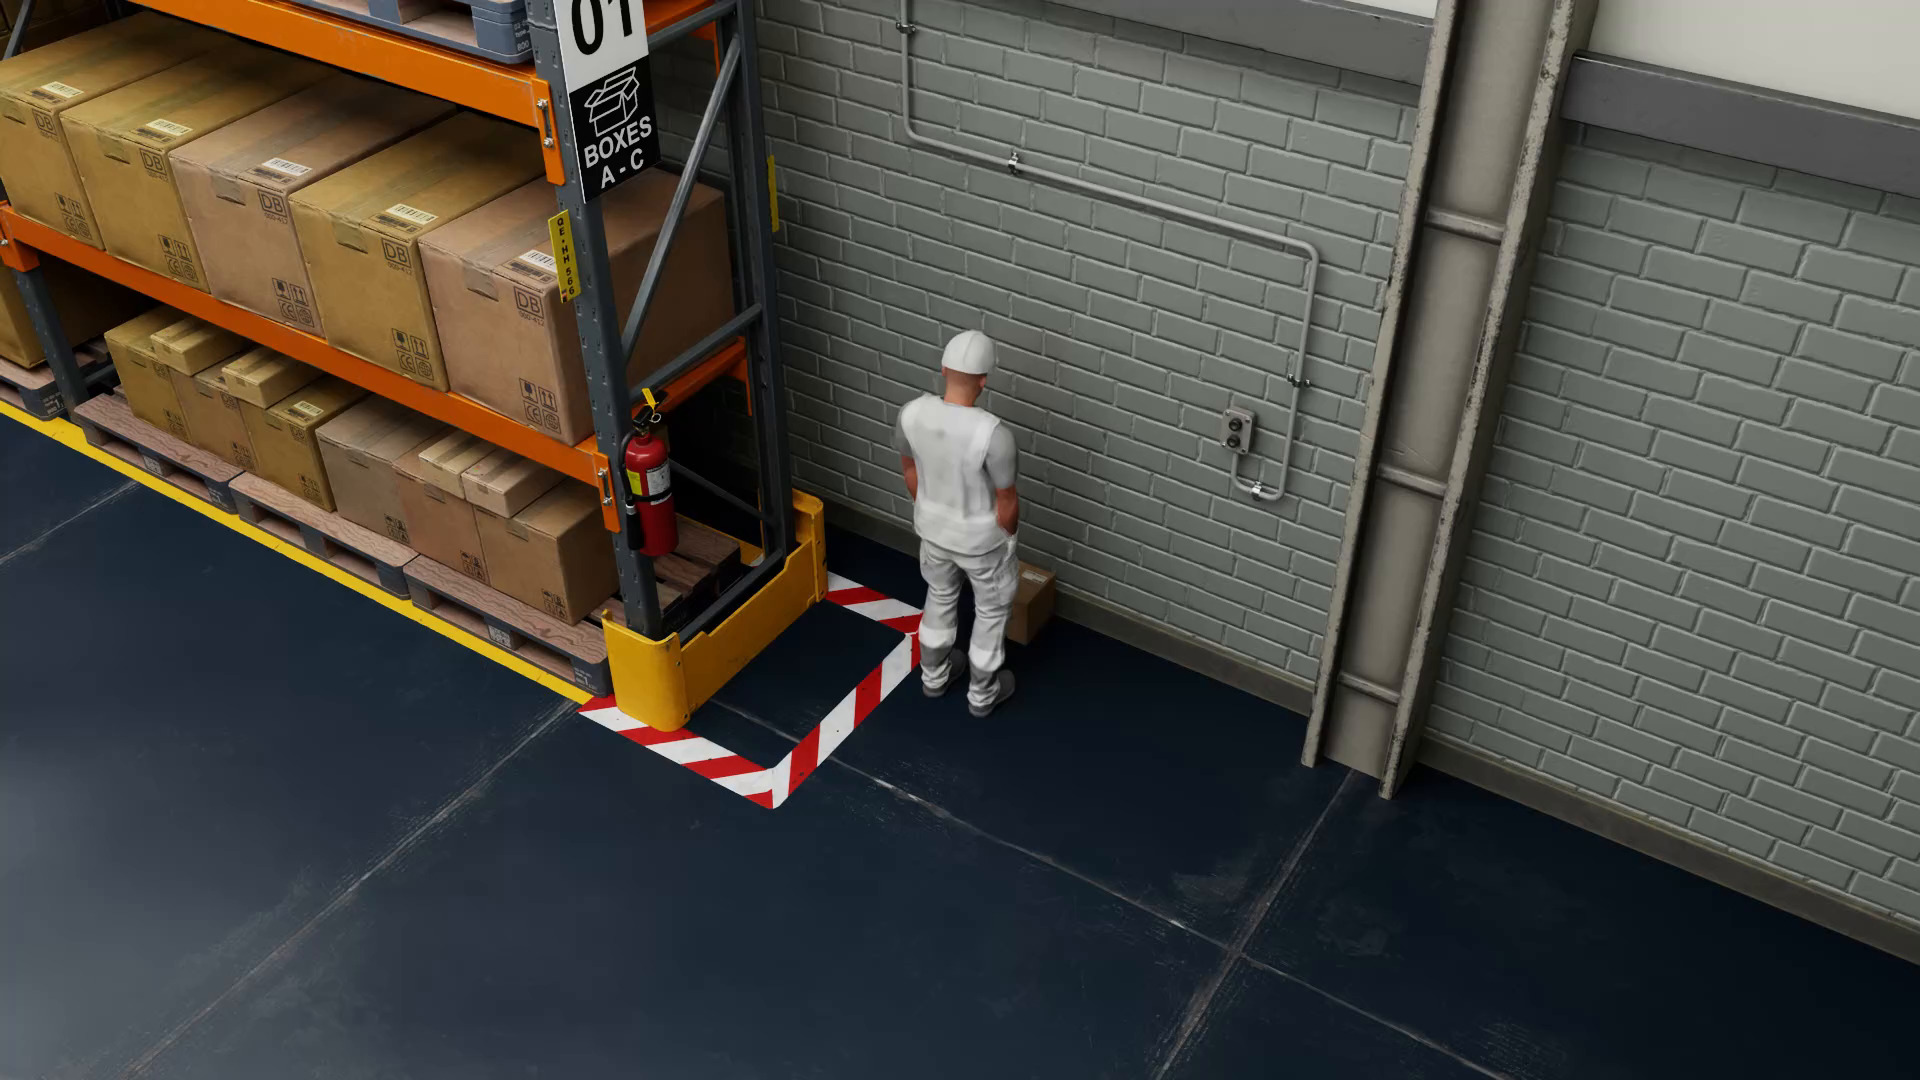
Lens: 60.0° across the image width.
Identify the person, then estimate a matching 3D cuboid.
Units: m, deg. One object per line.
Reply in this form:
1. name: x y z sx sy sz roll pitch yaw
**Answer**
1. person: 0.015 -0.057 6.751 0.533 1.767 0.388 21 43 24
